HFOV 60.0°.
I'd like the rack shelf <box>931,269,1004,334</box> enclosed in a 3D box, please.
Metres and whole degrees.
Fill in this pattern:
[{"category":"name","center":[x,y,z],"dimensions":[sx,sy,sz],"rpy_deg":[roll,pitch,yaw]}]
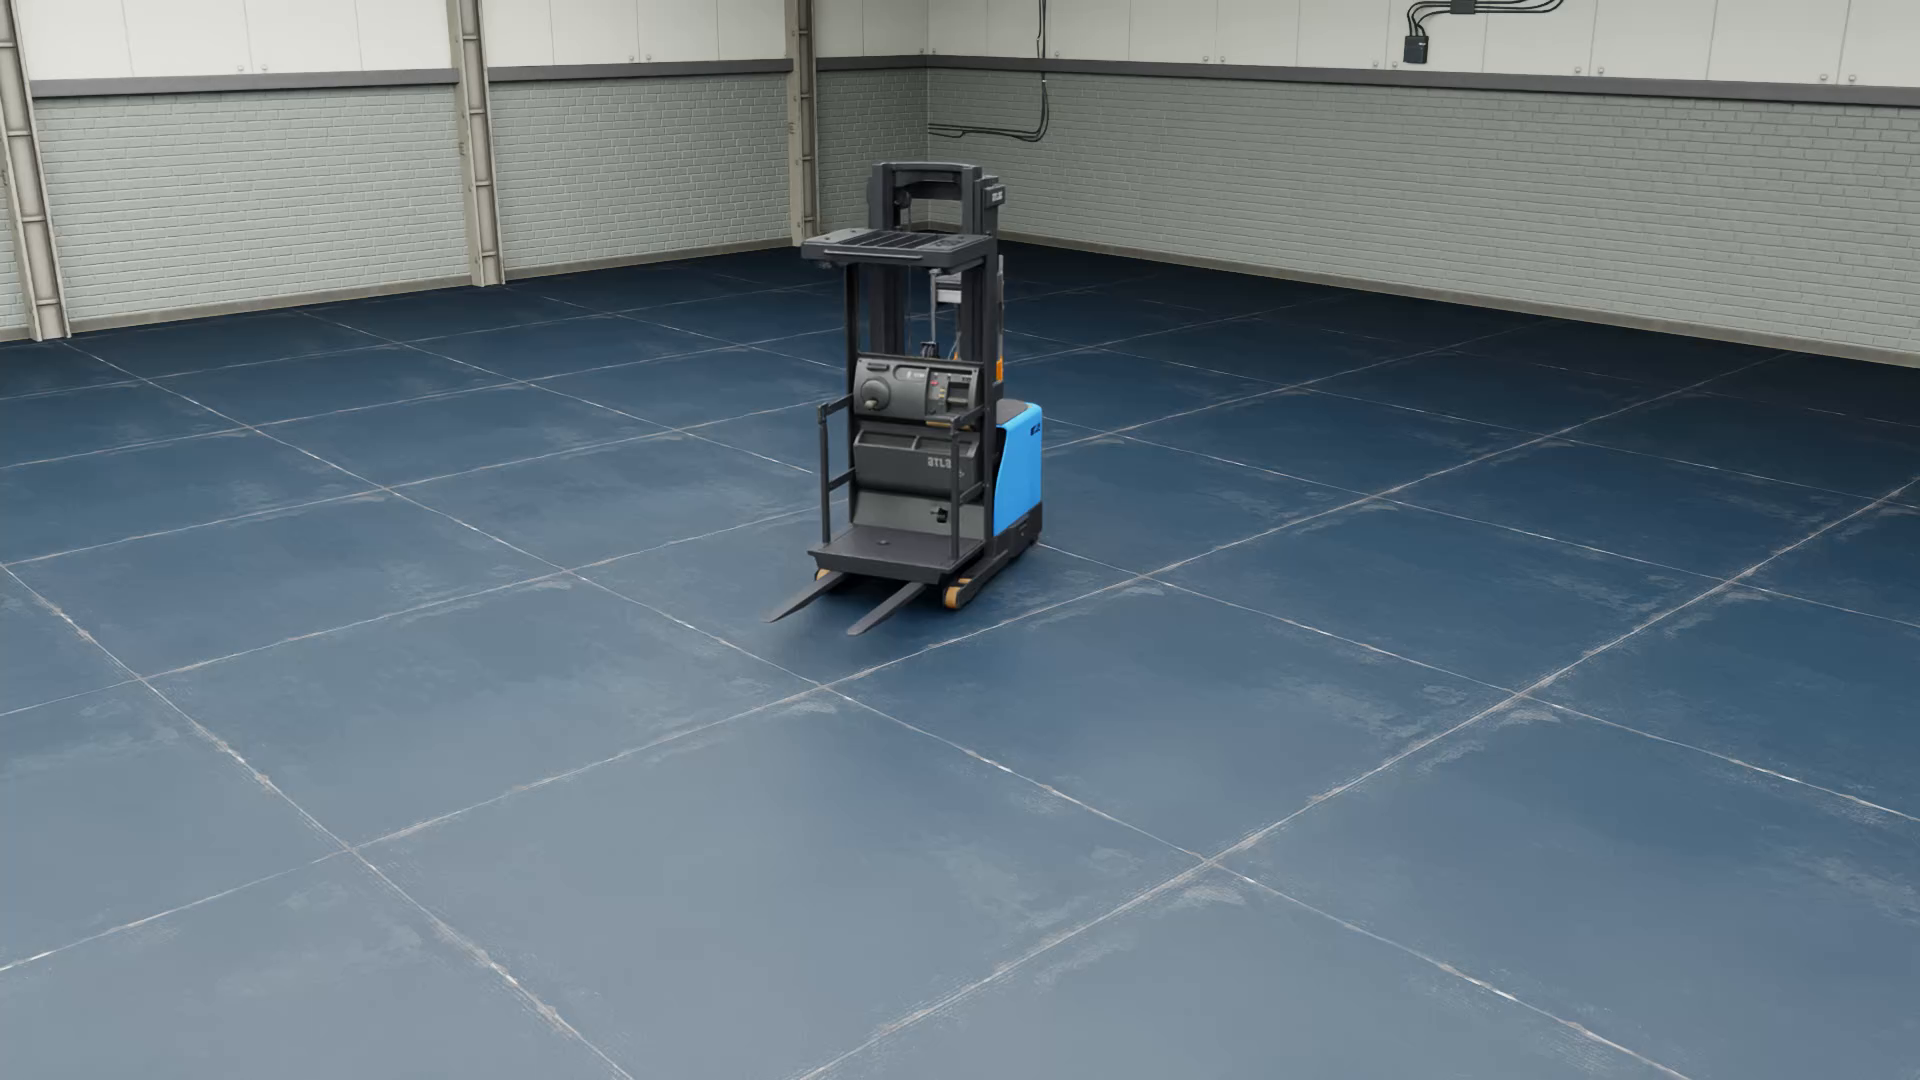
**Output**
[{"category":"rack shelf","center":[0.062,-1.850,13.060],"dimensions":[0.431,0.518,0.480],"rpy_deg":[7,19,21]}]

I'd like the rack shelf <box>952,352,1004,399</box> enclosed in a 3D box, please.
[{"category":"rack shelf","center":[0.062,-1.184,13.275],"dimensions":[0.431,0.518,0.480],"rpy_deg":[7,19,21]}]

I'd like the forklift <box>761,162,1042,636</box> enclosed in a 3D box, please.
[{"category":"forklift","center":[-0.389,-1.056,11.488],"dimensions":[1.130,2.935,3.031],"rpy_deg":[7,19,21]}]

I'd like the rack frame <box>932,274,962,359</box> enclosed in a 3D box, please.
[{"category":"rack frame","center":[-0.031,-1.127,13.057],"dimensions":[0.400,2.100,0.015],"rpy_deg":[7,19,21]}]

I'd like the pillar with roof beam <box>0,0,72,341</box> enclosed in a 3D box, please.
[{"category":"pillar with roof beam","center":[-8.412,-5.849,16.434],"dimensions":[0.400,9.000,9.100],"rpy_deg":[-16,24,-41]}]

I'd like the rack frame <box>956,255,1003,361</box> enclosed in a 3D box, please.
[{"category":"rack frame","center":[0.154,-1.266,13.486],"dimensions":[0.400,2.100,0.015],"rpy_deg":[7,19,21]}]

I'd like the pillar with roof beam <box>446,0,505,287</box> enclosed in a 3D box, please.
[{"category":"pillar with roof beam","center":[-4.052,-7.120,20.355],"dimensions":[0.400,9.000,9.100],"rpy_deg":[-16,24,-41]}]

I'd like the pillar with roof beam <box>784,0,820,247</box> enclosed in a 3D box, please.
[{"category":"pillar with roof beam","center":[0.308,-8.392,24.276],"dimensions":[0.400,9.000,9.100],"rpy_deg":[-16,24,-41]}]

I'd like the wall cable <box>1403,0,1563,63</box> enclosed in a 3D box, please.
[{"category":"wall cable","center":[6.910,-9.171,21.167],"dimensions":[0.169,6.003,2.305],"rpy_deg":[-16,24,-41]}]

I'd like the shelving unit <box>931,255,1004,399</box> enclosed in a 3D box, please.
[{"category":"shelving unit","center":[0.062,-1.197,13.271],"dimensions":[0.431,2.100,0.503],"rpy_deg":[7,19,21]}]

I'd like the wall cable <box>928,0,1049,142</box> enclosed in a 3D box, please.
[{"category":"wall cable","center":[0.399,-8.207,28.742],"dimensions":[0.112,2.526,3.097],"rpy_deg":[-16,24,-41]}]
